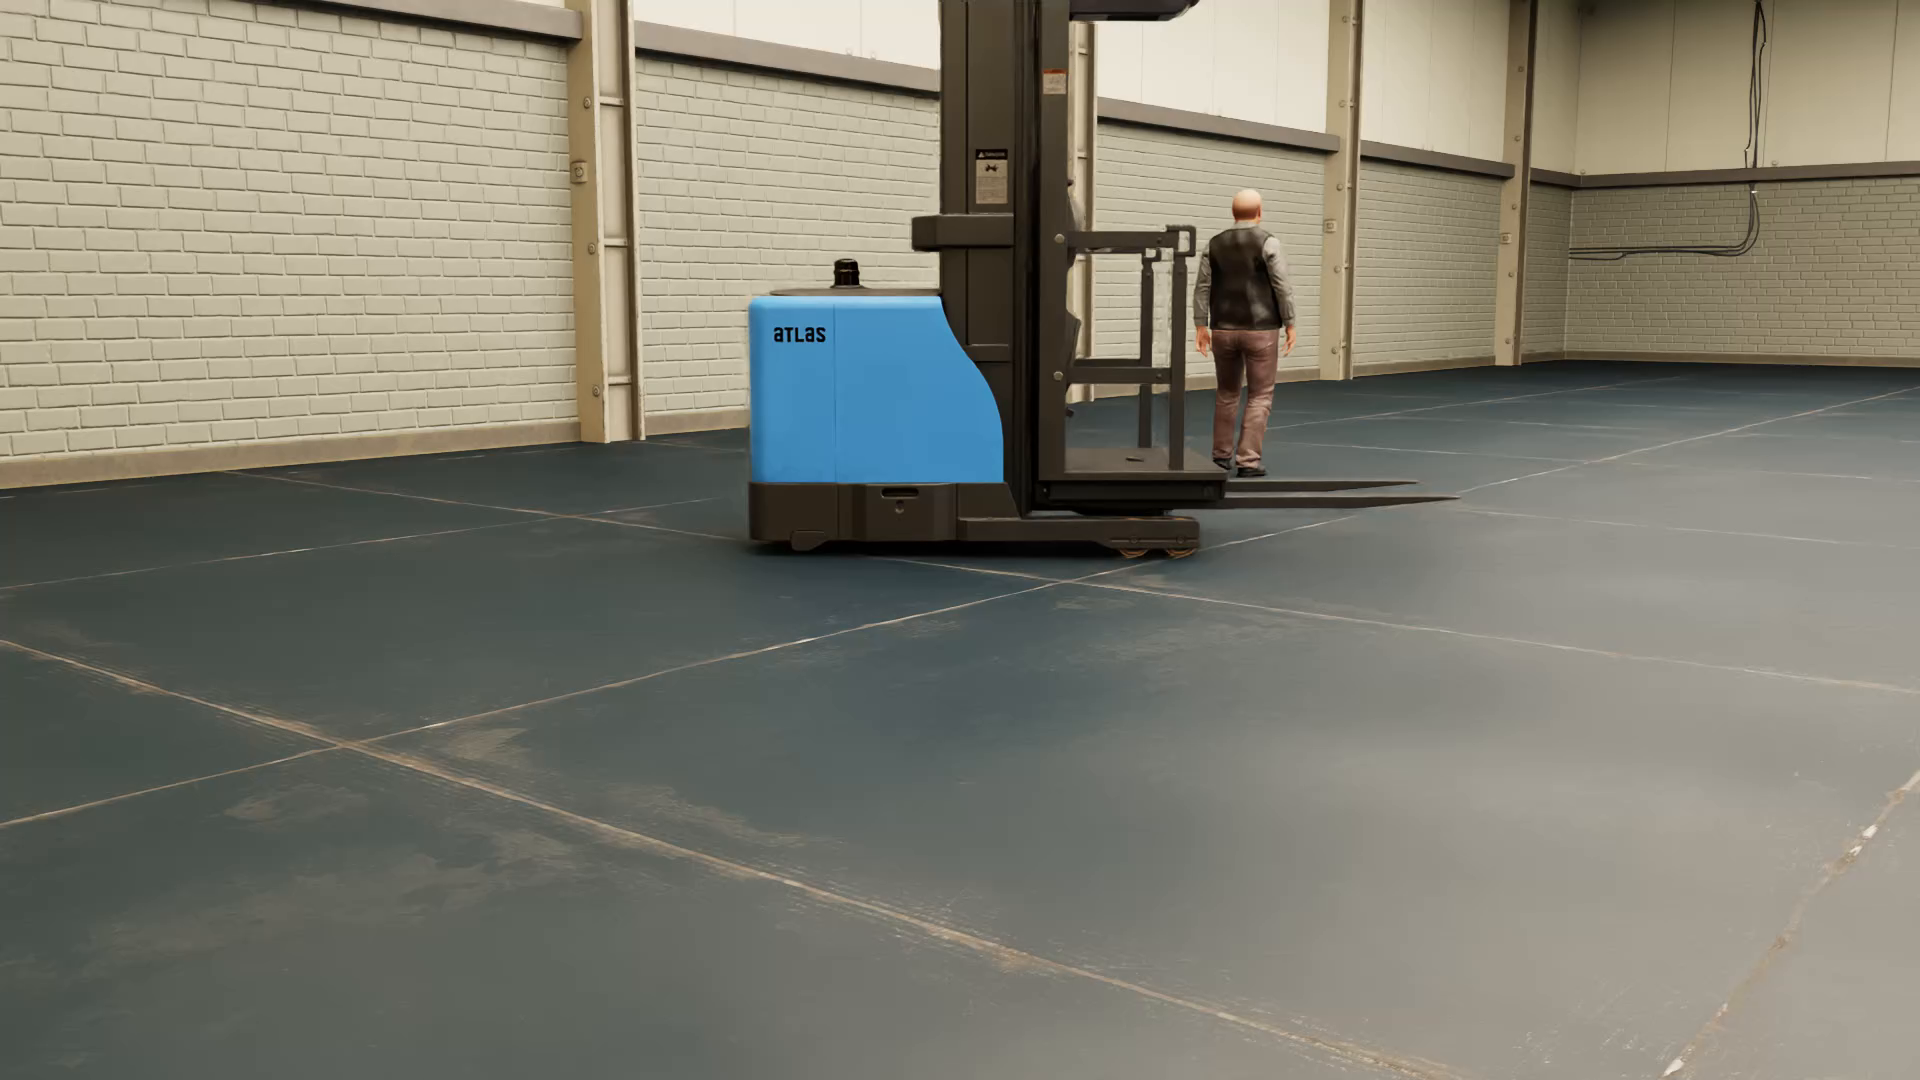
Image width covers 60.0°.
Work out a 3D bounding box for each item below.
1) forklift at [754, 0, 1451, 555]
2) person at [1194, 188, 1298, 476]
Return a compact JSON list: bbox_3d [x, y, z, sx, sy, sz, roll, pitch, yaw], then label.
[{"bbox_3d":[0.617,-1.463,7.279,3.031,2.935,1.130,-1,8,-6],"label":"forklift"},{"bbox_3d":[1.758,-1.231,10.056,0.615,1.754,0.527,6,10,34],"label":"person"}]
